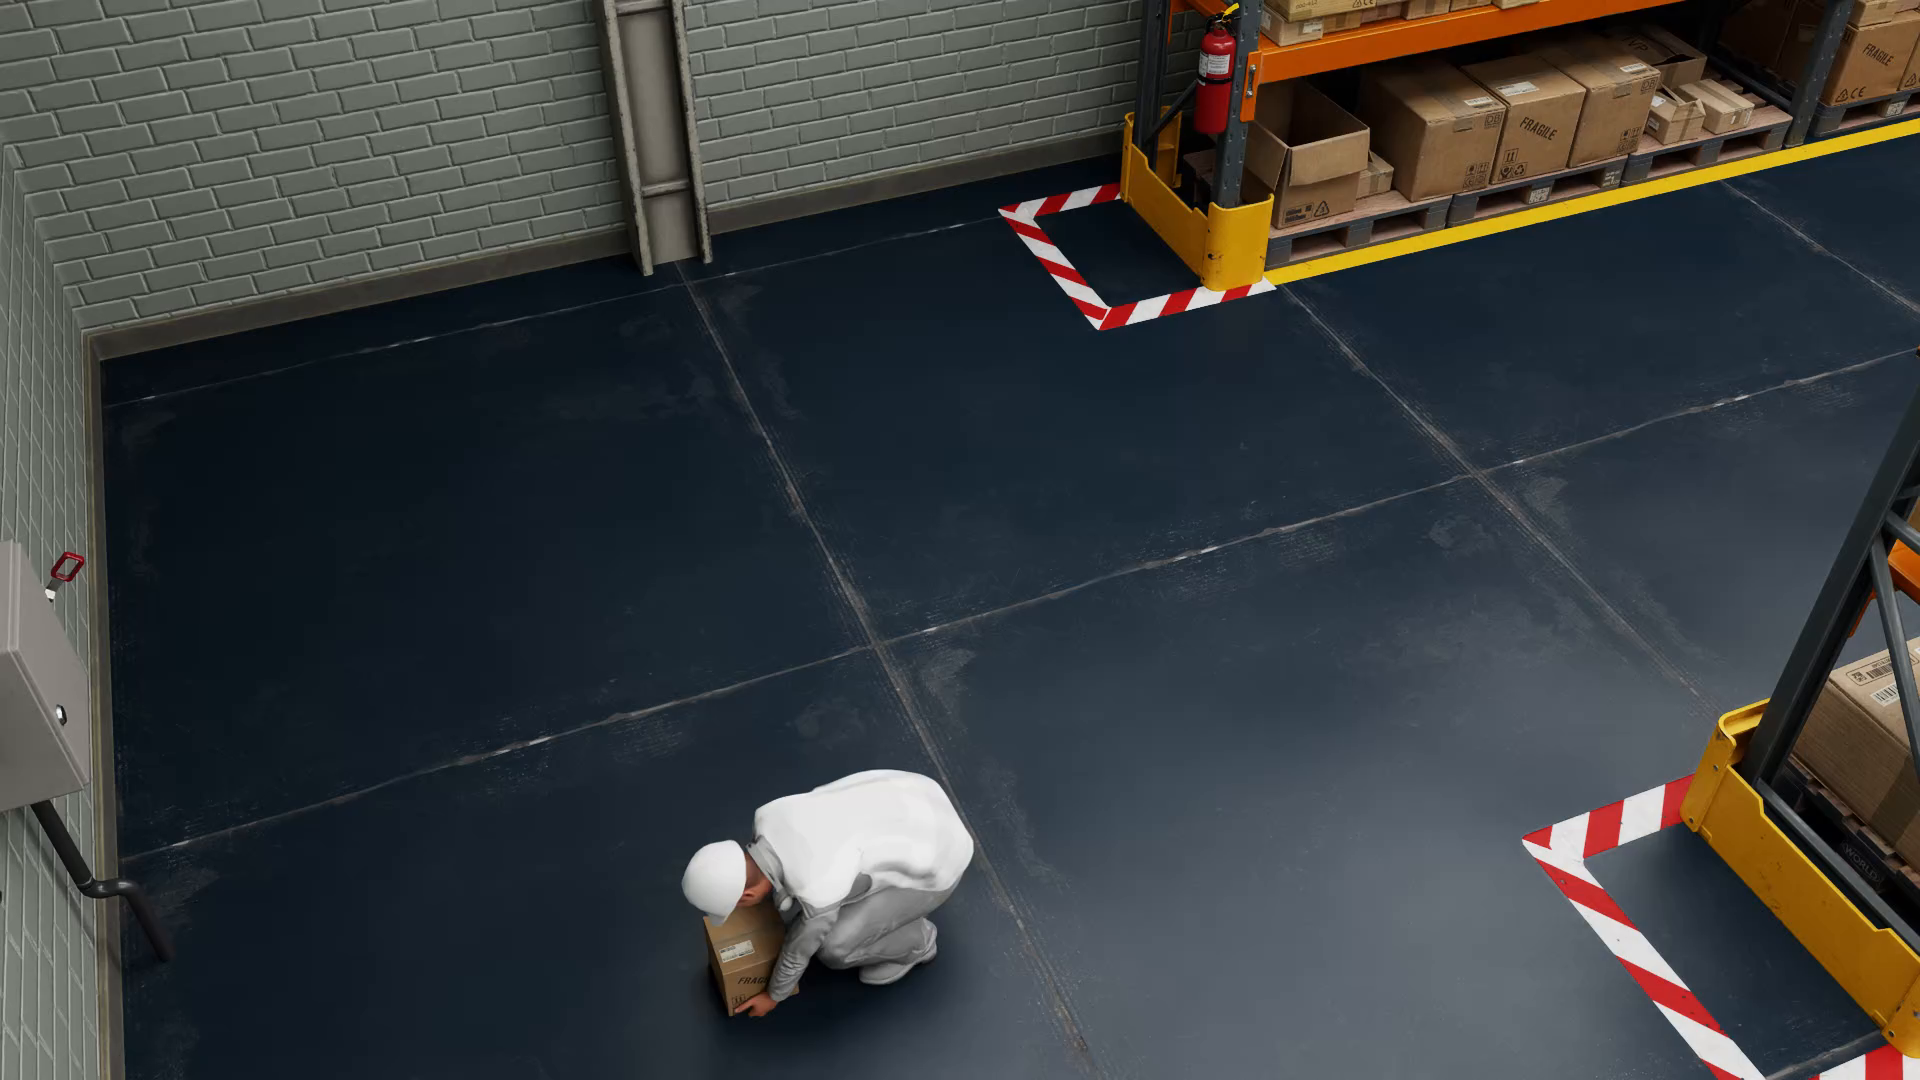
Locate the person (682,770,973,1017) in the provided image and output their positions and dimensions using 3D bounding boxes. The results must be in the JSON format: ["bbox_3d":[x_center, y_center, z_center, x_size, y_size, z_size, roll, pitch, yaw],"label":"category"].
[{"bbox_3d":[-0.438,1.179,5.605,0.973,0.831,0.517,-16,44,-17],"label":"person"}]
